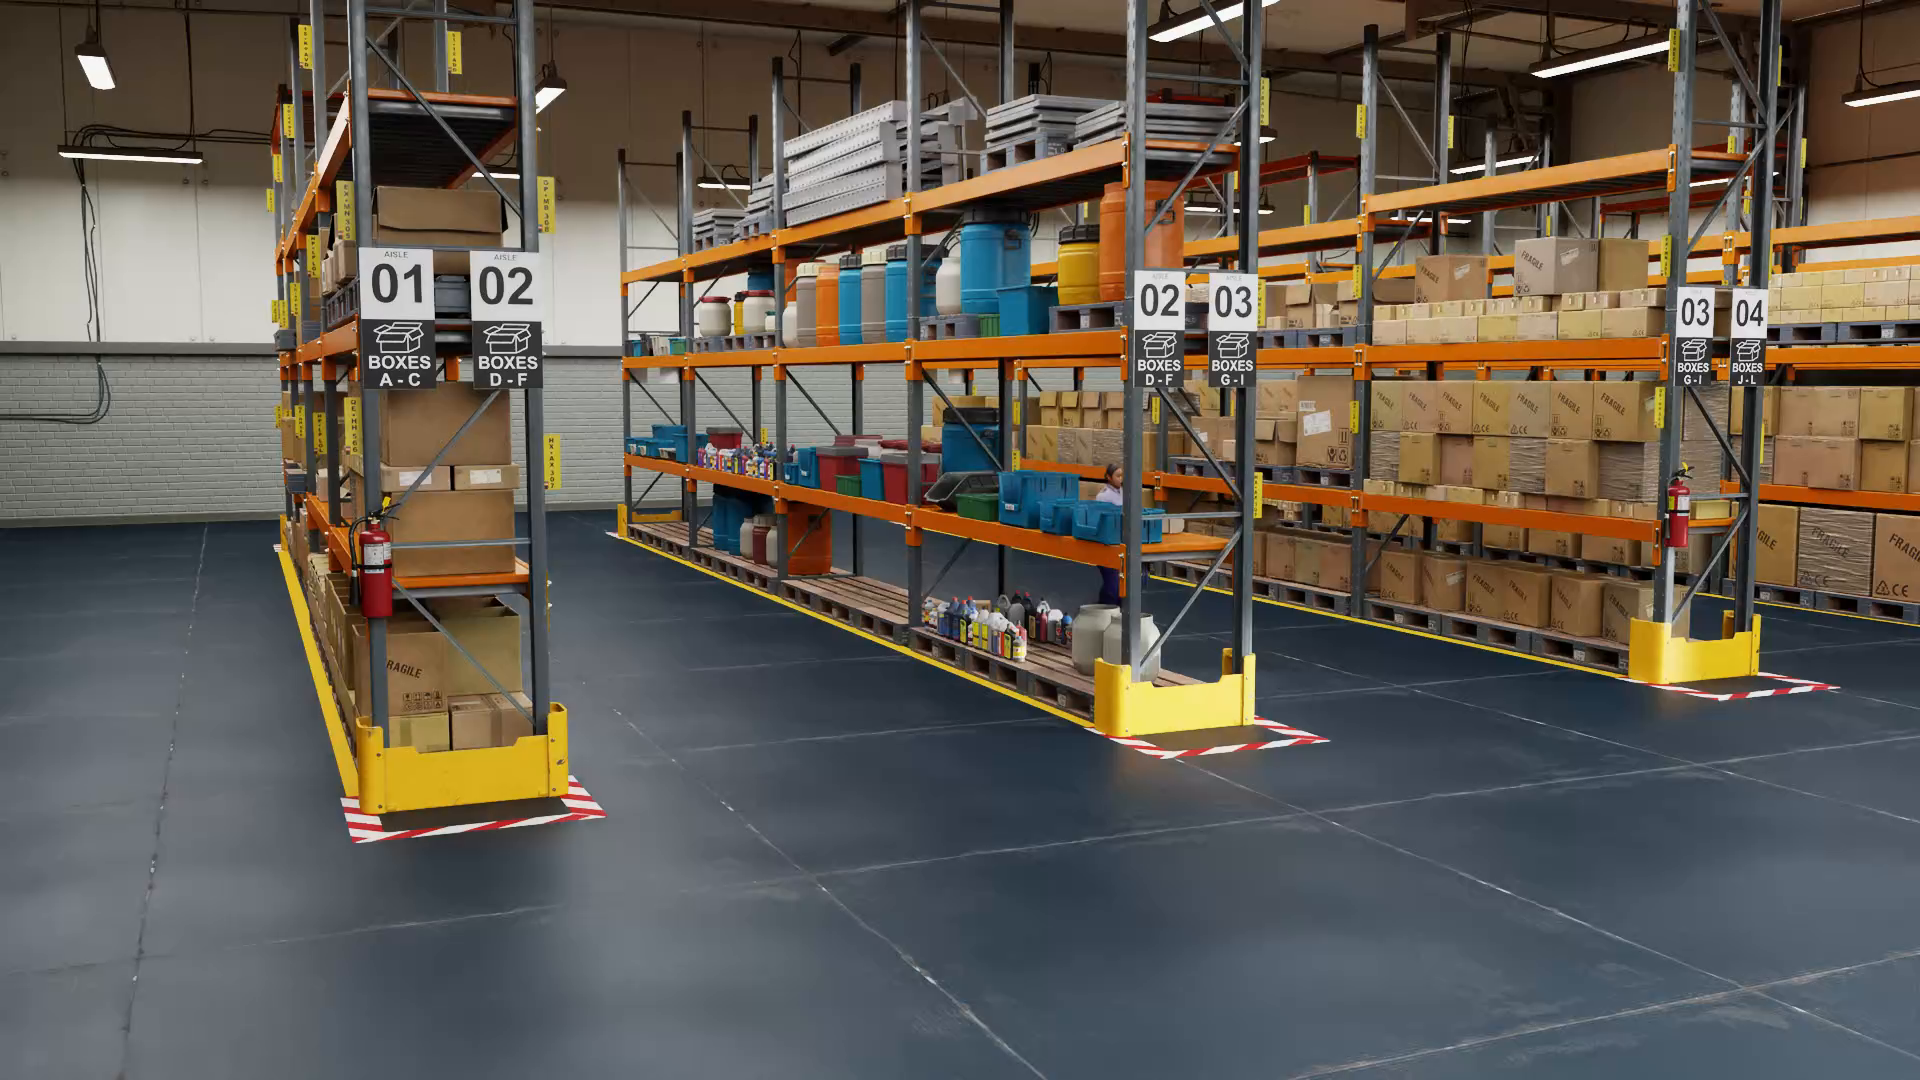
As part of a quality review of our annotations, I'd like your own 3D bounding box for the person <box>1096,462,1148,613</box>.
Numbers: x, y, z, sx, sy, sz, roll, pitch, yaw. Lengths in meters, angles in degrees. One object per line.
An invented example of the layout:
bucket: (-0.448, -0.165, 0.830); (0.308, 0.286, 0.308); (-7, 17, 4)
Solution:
person: (1.540, 0.086, 16.076); (0.429, 1.673, 0.508); (4, 7, 37)
